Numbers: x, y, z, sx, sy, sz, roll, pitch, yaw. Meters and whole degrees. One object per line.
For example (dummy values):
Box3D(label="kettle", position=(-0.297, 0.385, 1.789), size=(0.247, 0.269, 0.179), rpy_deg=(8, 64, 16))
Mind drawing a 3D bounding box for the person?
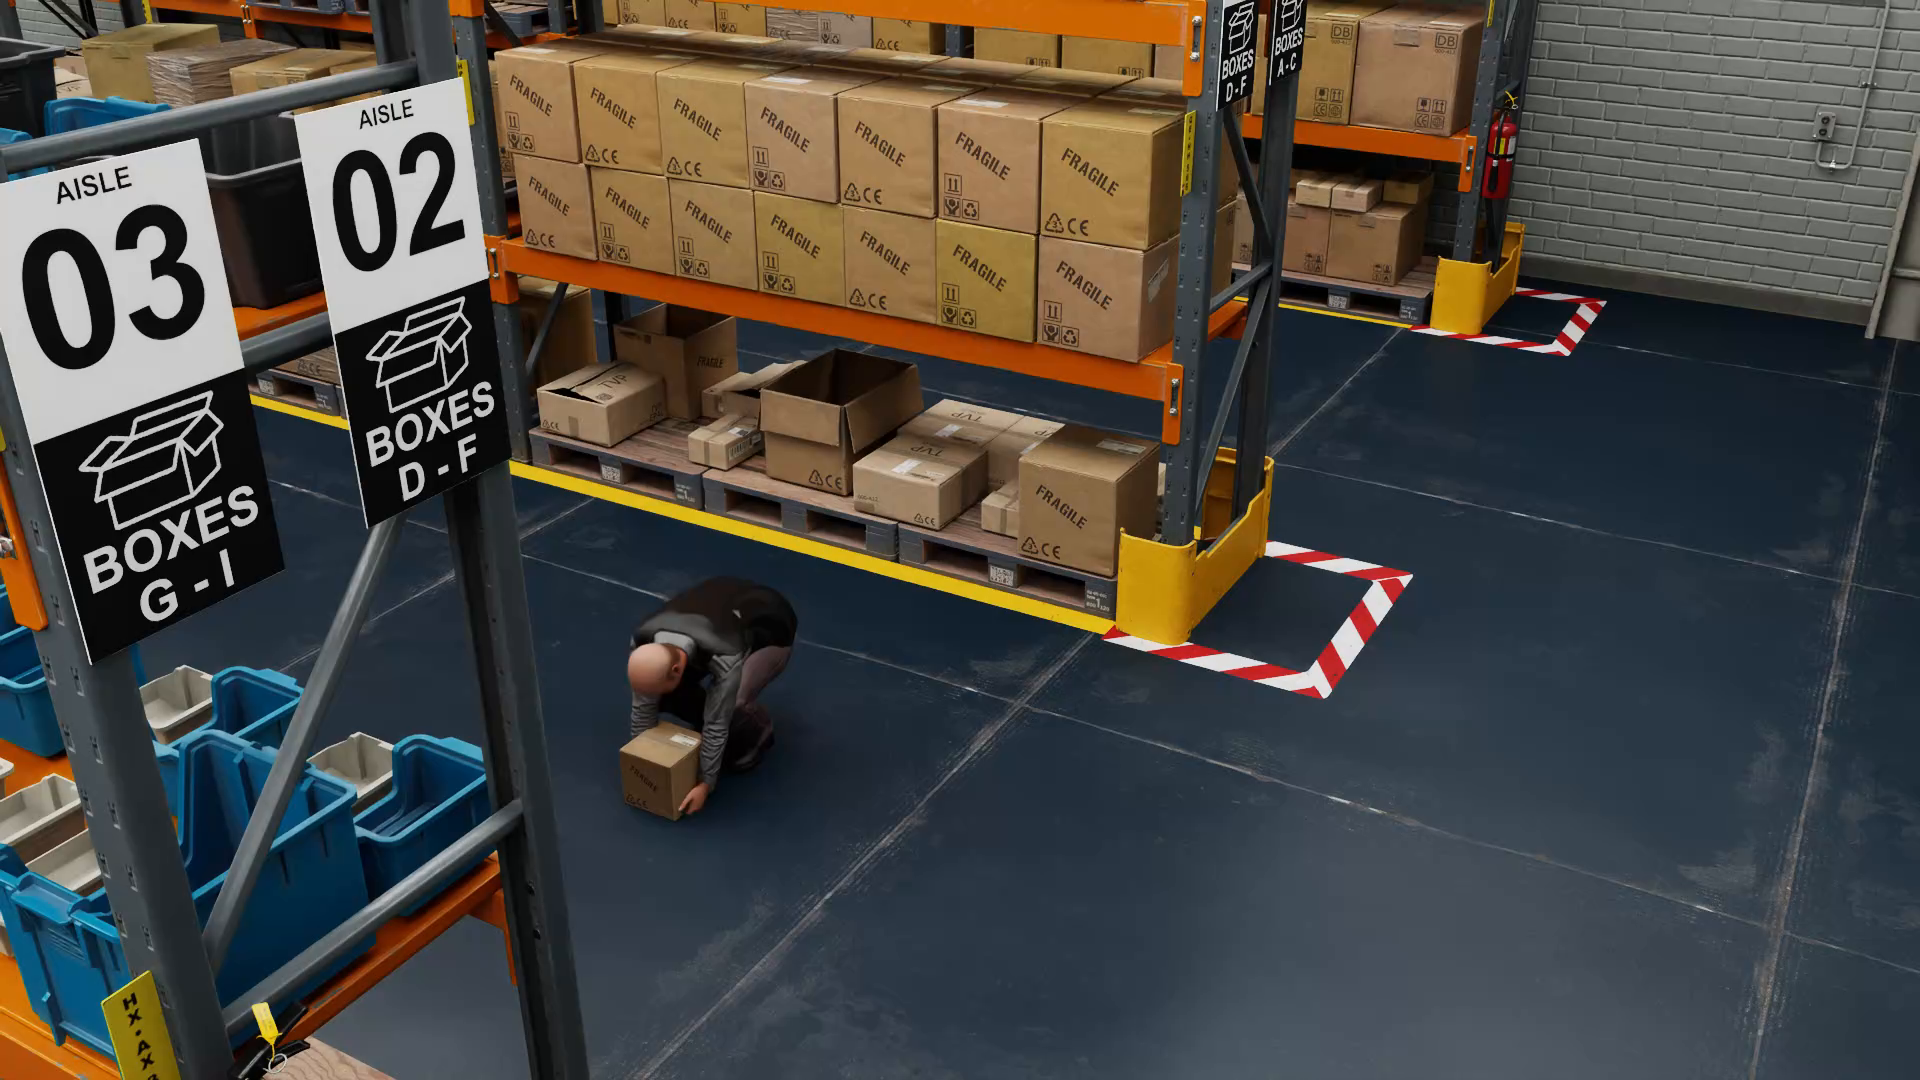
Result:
Box3D(label="person", position=(-1.002, 0.573, 6.600), size=(0.503, 0.800, 0.929), rpy_deg=(13, 29, 25))
